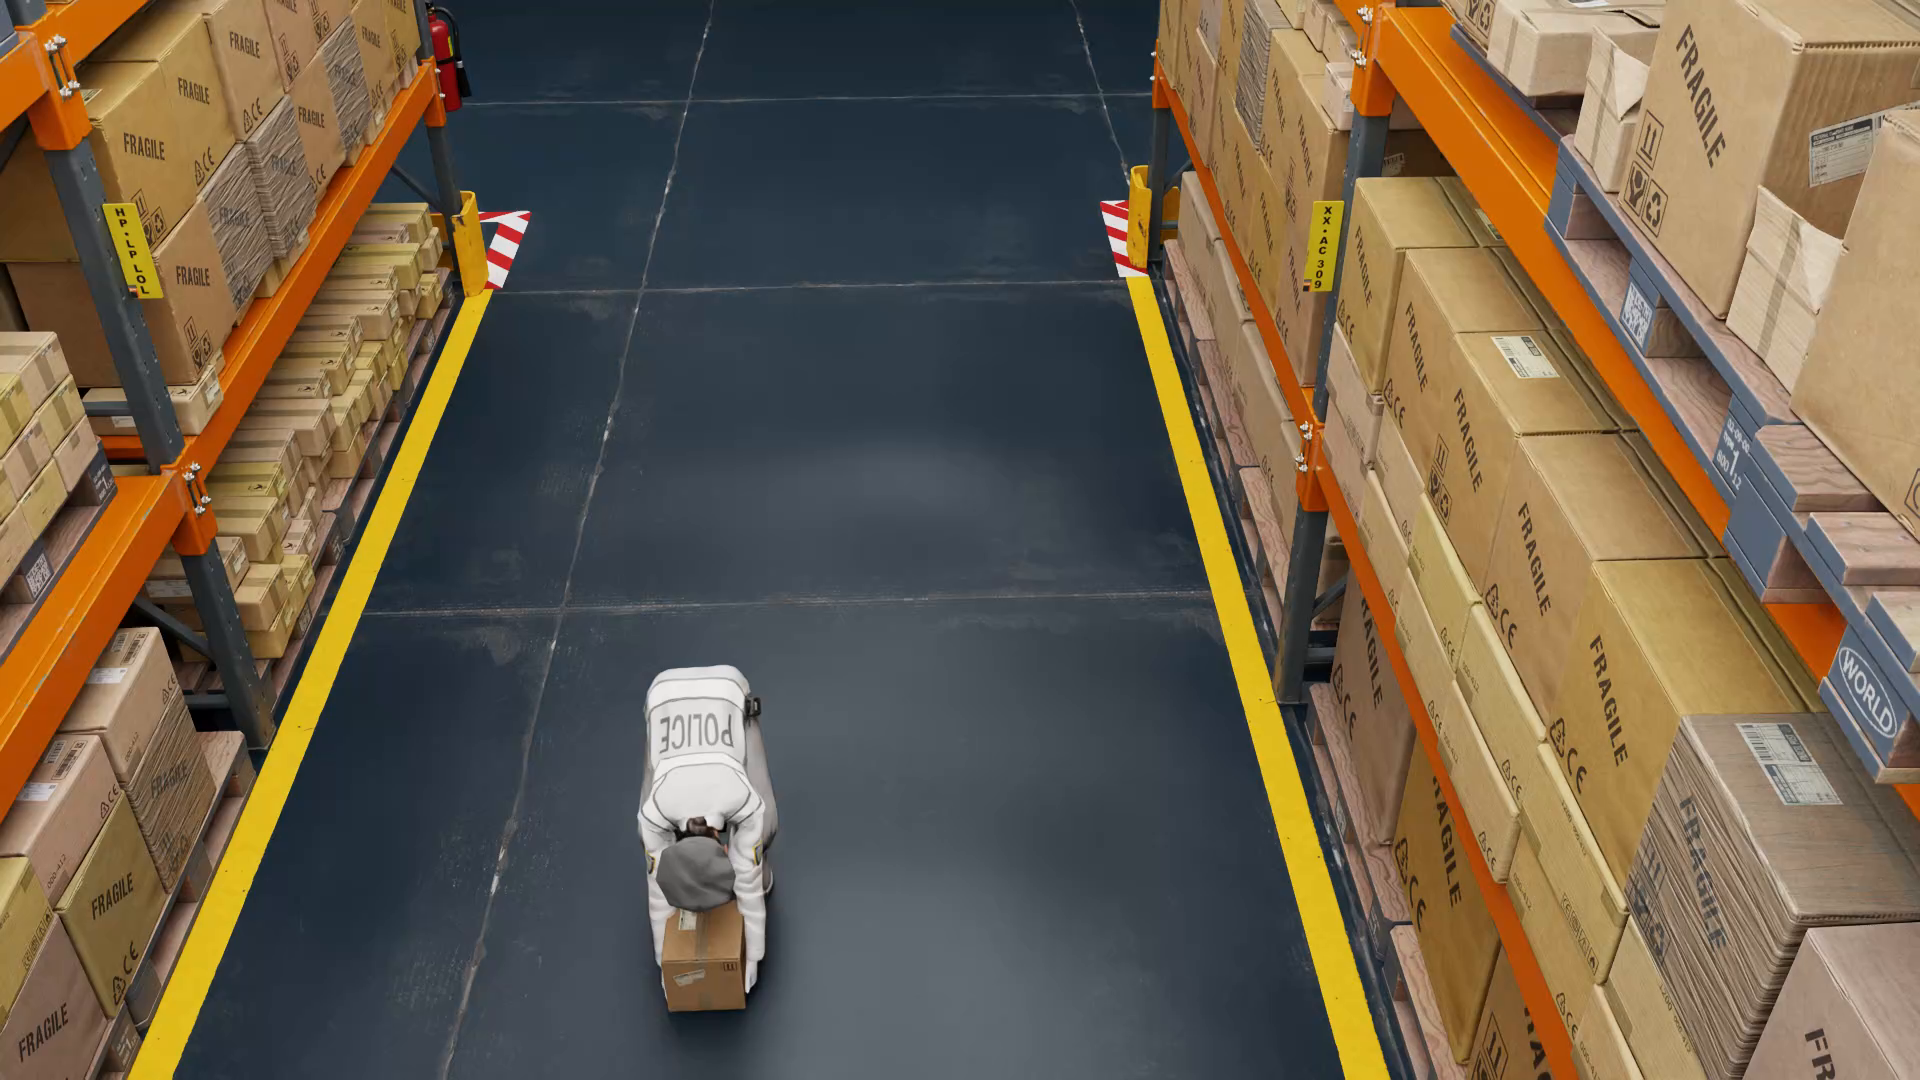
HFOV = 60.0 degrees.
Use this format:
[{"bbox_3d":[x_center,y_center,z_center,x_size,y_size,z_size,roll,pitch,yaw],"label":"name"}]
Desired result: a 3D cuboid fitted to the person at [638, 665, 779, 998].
[{"bbox_3d":[-0.839,0.947,5.541,0.468,0.842,0.888,-3,36,-4],"label":"person"}]
